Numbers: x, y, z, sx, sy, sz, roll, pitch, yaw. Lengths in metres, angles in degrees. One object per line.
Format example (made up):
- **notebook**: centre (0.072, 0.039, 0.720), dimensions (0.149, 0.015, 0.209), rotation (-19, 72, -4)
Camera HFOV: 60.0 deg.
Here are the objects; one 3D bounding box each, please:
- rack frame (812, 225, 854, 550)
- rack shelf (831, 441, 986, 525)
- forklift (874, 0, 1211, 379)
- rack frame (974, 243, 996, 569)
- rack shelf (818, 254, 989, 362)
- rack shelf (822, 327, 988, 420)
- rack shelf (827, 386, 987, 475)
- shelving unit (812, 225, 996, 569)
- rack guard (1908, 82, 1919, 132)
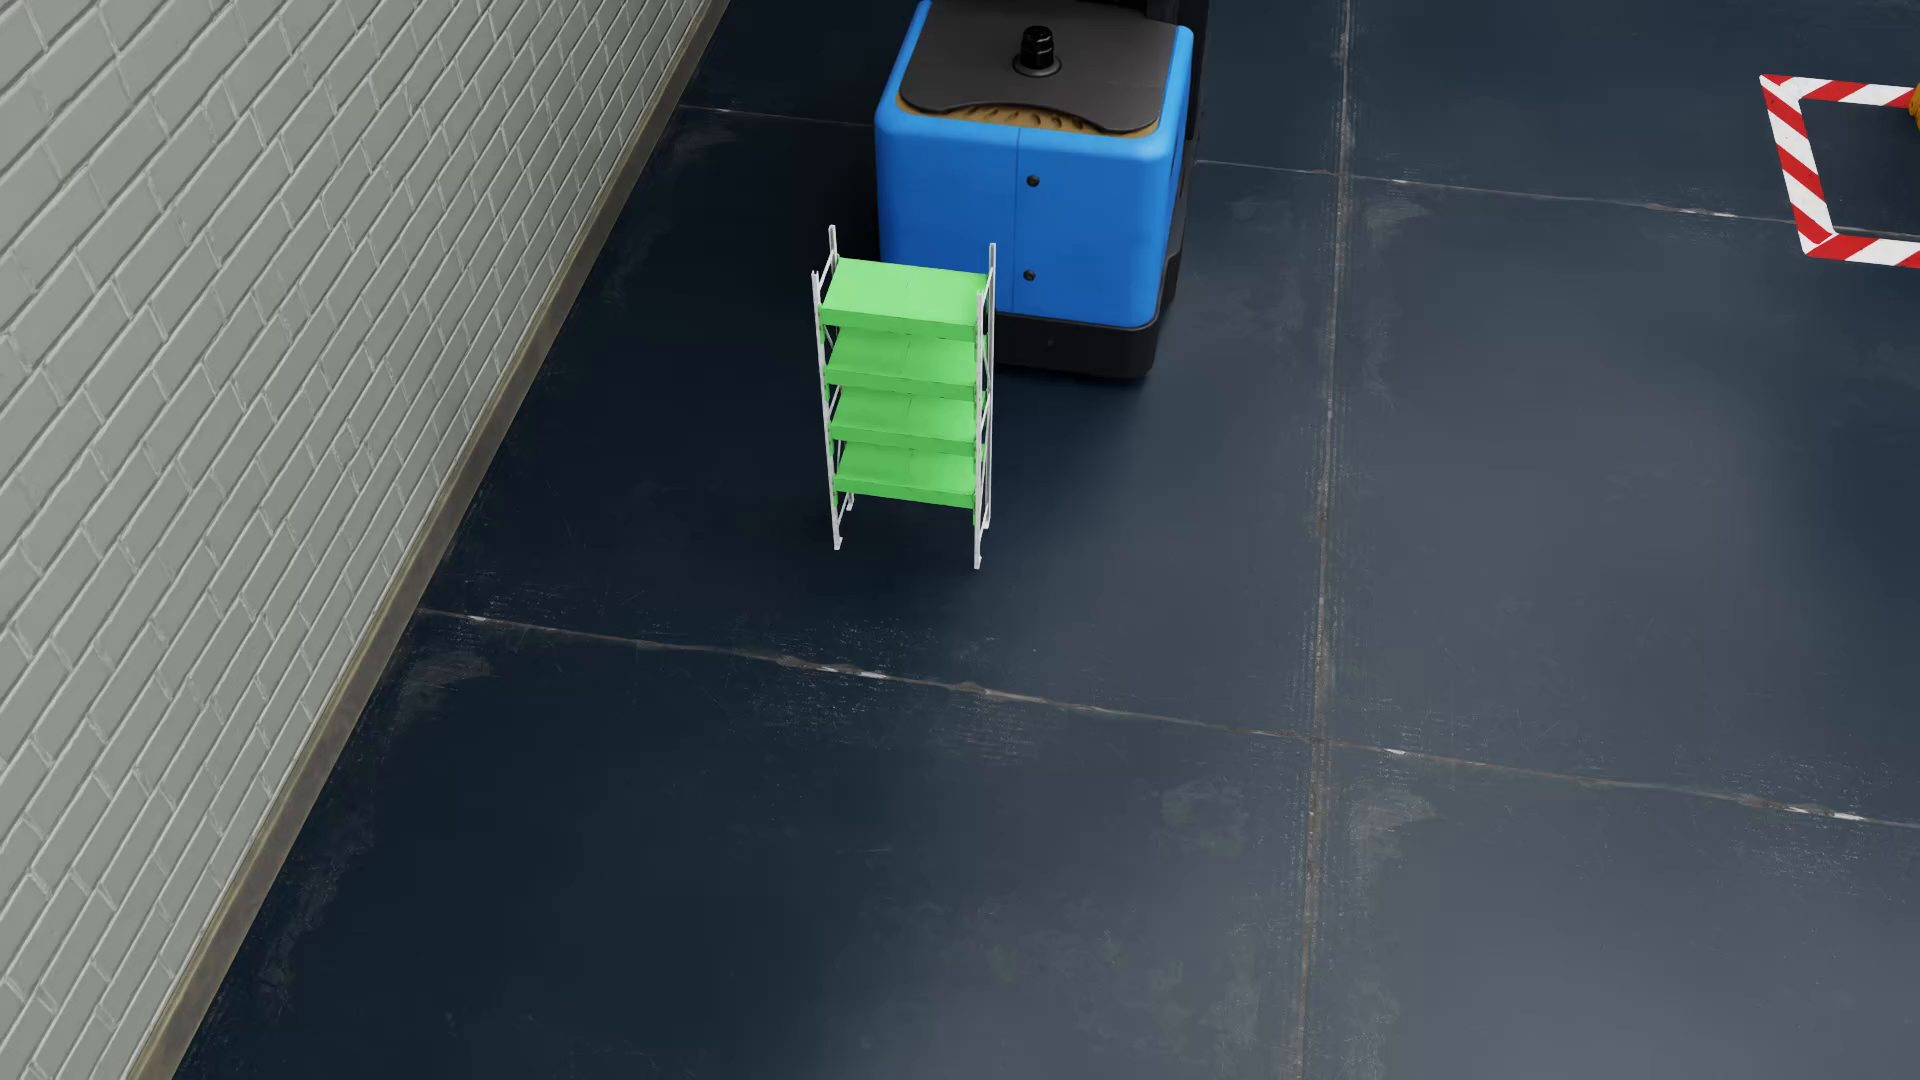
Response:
- **rack frame**: centre (-0.403, -0.455, 5.352), dimensions (0.015, 1.200, 0.240), rotation (8, 49, 7)
- **rack shelf**: centre (-0.163, -0.220, 5.549), dimensions (0.480, 0.148, 0.258), rotation (8, 49, 7)
- **forklift**: centre (0.476, -2.696, 6.202), dimensions (1.130, 2.935, 3.031), rotation (8, 49, 7)
- **rack frame**: centre (0.077, -0.391, 5.294), dimensions (0.015, 1.200, 0.240), rotation (8, 49, 7)
- **rack shelf**: centre (-0.163, -0.701, 5.014), dimensions (0.480, 0.148, 0.258), rotation (8, 49, 7)
- **rack shelf**: centre (-0.163, -0.541, 5.192), dimensions (0.480, 0.148, 0.258), rotation (8, 49, 7)
- **rack shelf**: centre (-0.163, -0.380, 5.371), dimensions (0.480, 0.148, 0.258), rotation (8, 49, 7)
- **shelving unit**: centre (-0.163, -0.423, 5.323), dimensions (0.503, 1.200, 0.258), rotation (8, 49, 7)
- **rack guard**: centre (4.354, -1.714, 6.954), dimensions (0.348, 0.500, 1.175), rotation (8, 49, 7)
